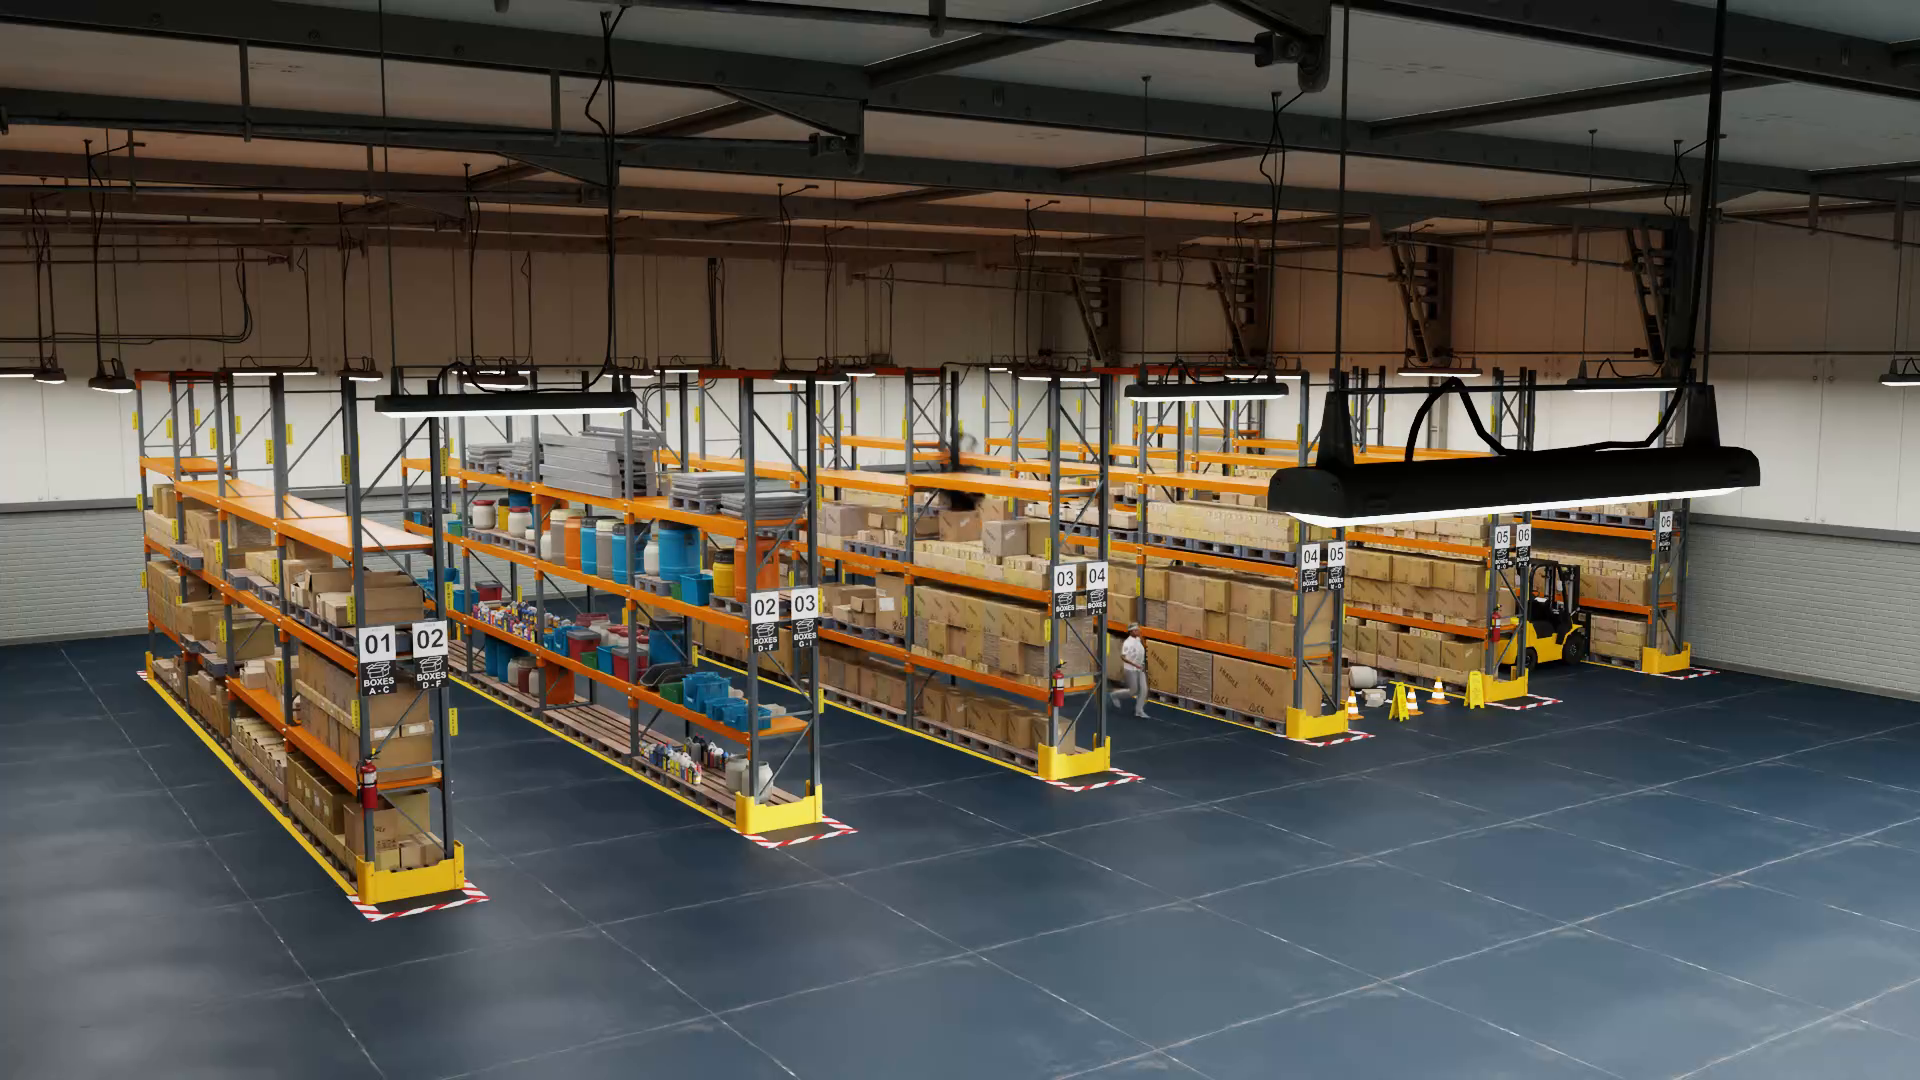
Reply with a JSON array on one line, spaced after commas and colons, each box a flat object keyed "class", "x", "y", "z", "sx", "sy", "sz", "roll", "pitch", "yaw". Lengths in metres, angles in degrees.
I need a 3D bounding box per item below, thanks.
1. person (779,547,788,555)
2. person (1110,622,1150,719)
[{"class": "person", "x": -4.375, "y": 1.027, "z": 39.616, "sx": 0.791, "sy": 1.712, "sz": 0.570, "roll": 0, "pitch": 6, "yaw": 4}, {"class": "person", "x": 2.995, "y": 2.247, "z": 28.956, "sx": 0.764, "sy": 1.682, "sz": 0.579, "roll": 5, "pitch": 8, "yaw": 39}]
